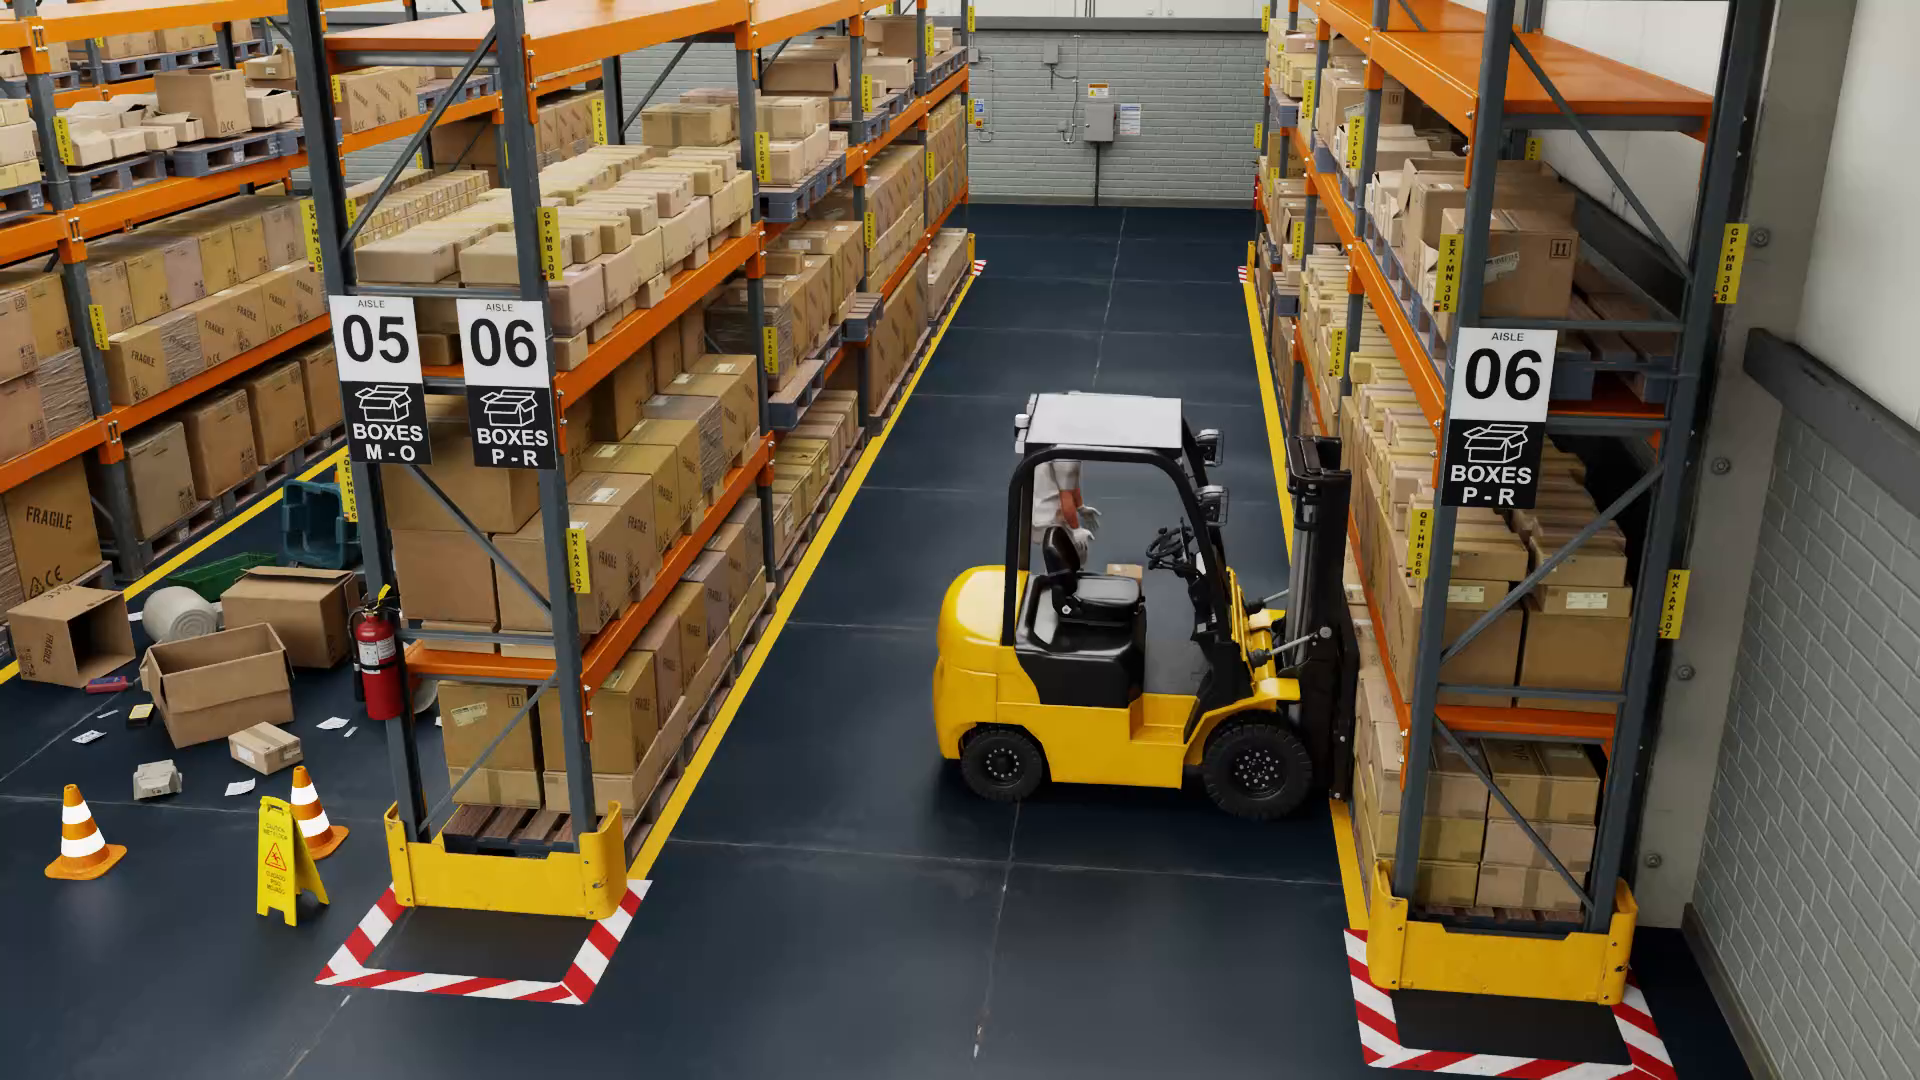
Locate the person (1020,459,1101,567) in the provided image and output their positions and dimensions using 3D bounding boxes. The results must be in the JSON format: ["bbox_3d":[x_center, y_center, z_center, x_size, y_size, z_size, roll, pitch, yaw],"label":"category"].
[{"bbox_3d":[0.738,-0.138,11.669,0.625,1.604,0.572,3,21,7],"label":"person"}]
